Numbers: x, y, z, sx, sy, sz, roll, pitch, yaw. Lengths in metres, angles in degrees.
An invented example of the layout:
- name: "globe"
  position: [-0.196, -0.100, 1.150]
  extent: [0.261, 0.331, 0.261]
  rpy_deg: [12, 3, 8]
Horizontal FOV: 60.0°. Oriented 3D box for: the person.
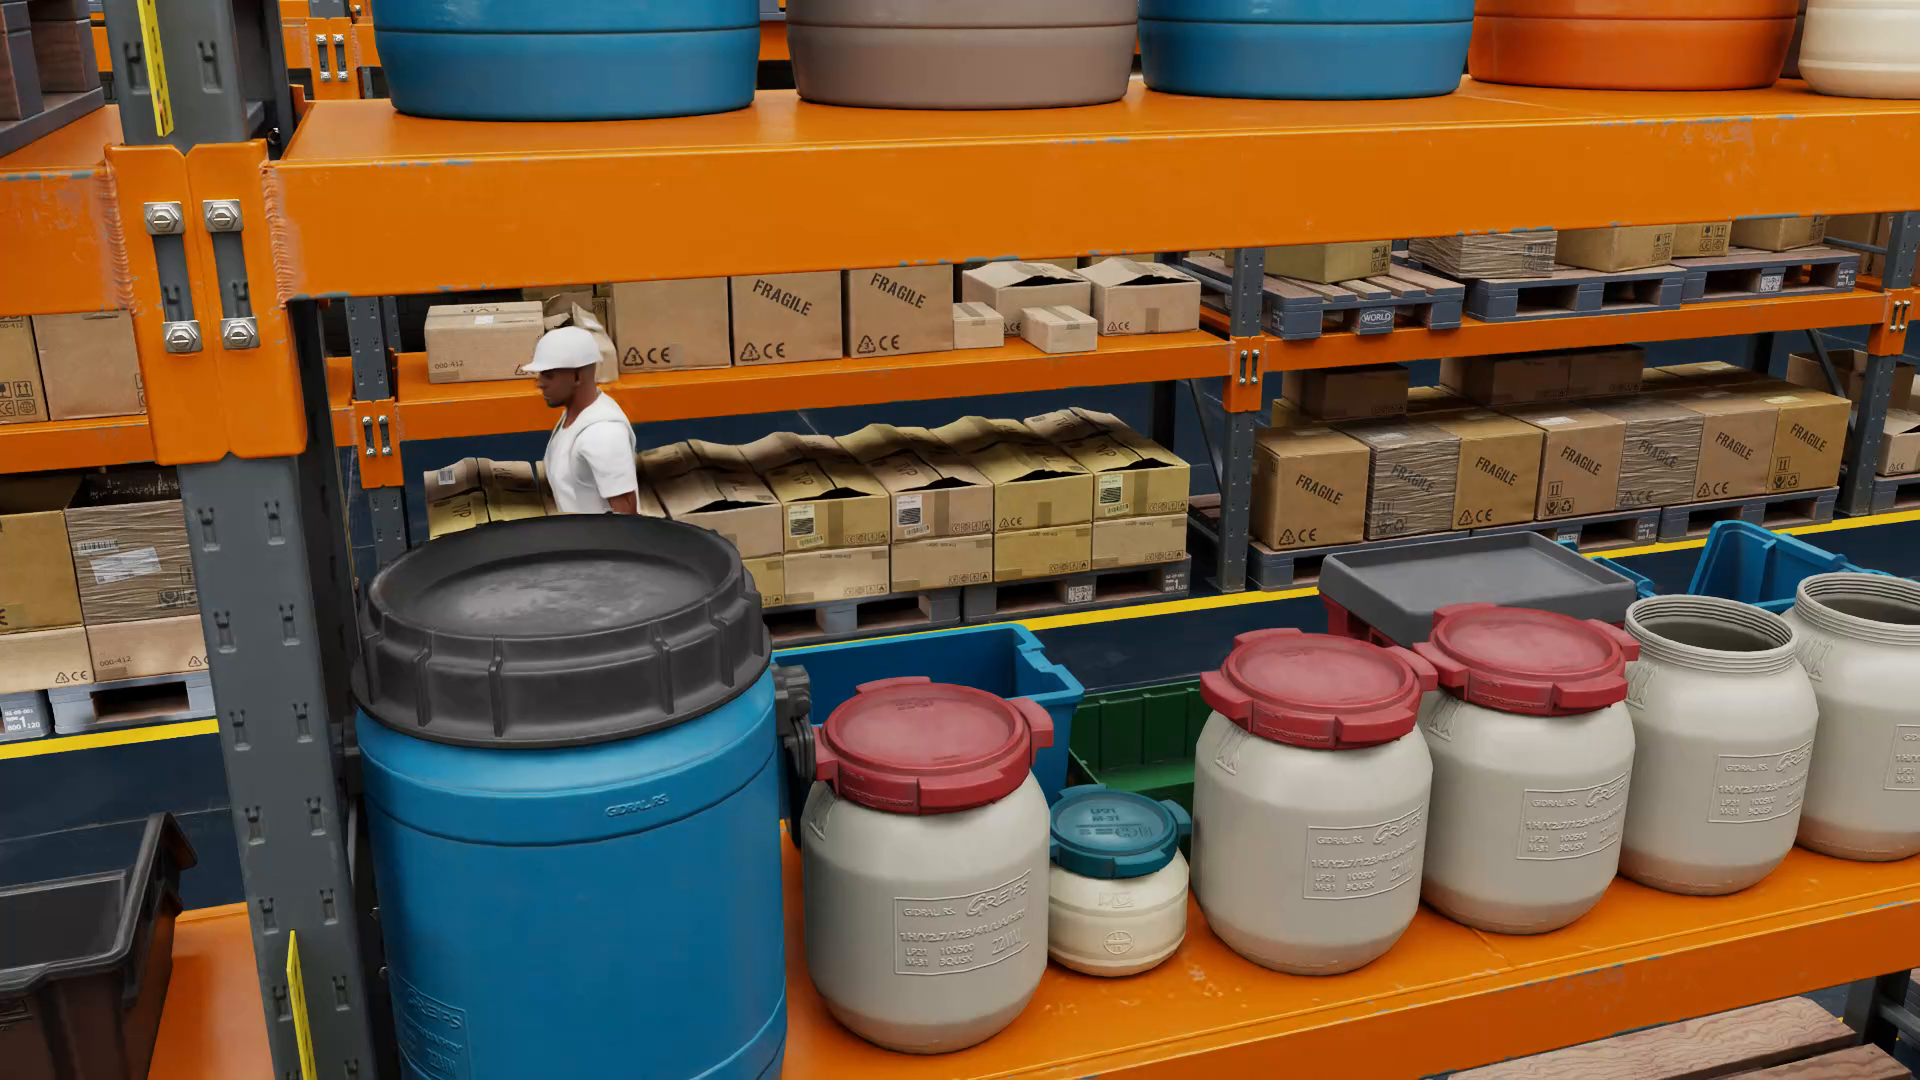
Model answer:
- name: "person"
  position: [-1.348, 0.090, 6.349]
  extent: [0.624, 1.831, 0.593]
  rpy_deg: [-6, 20, -16]
